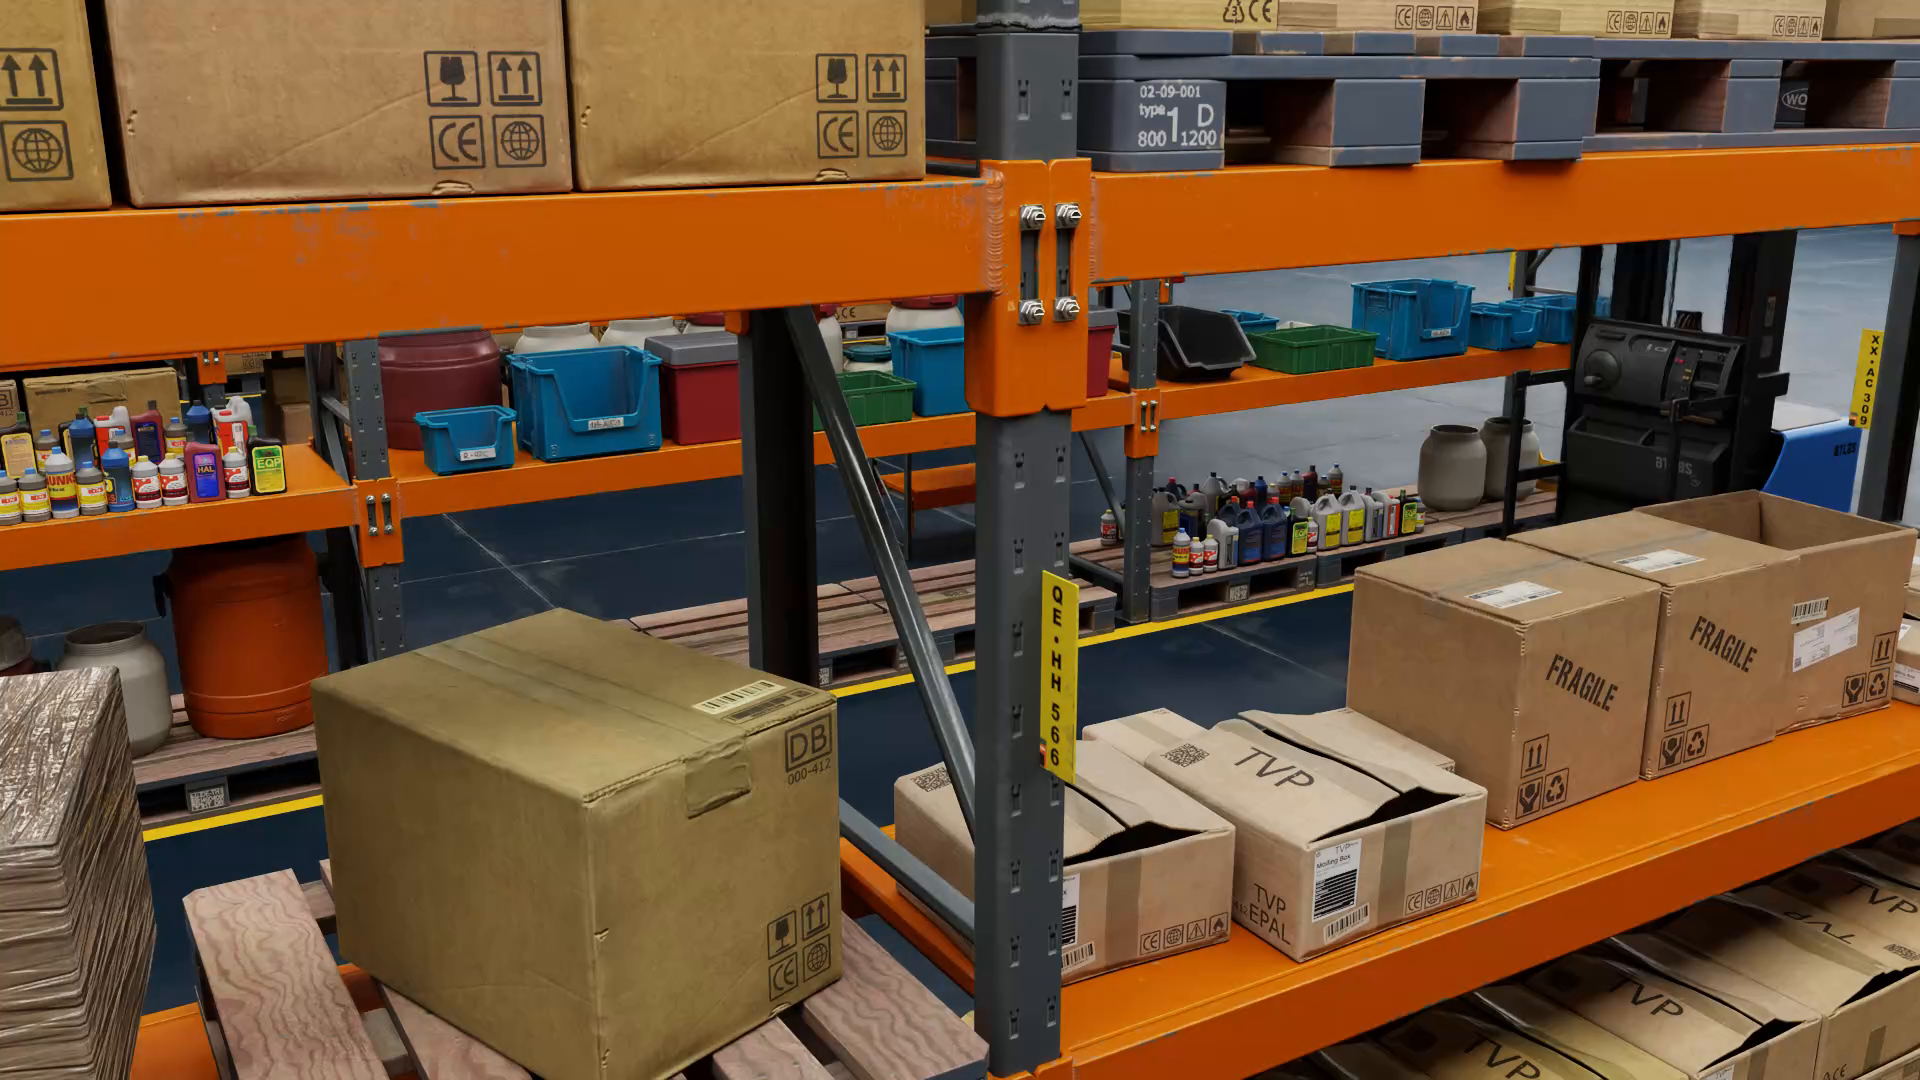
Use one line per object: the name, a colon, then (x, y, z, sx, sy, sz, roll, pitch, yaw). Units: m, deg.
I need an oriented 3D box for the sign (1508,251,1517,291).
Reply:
sign: (3.895, -1.910, 11.654, 0.005, 0.325, 0.100, -9, 18, -30)

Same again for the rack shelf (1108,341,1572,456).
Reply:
rack shelf: (2.460, -1.025, 10.341, 4.000, 0.370, 1.077, -9, 18, -30)

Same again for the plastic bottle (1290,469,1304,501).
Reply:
plastic bottle: (2.166, -0.320, 10.733, 0.097, 0.271, 0.097, 0, 16, 0)

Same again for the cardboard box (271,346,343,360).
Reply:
cardboard box: (-6.386, -2.150, 16.411, 0.750, 0.750, 1.050, -9, 18, -29)

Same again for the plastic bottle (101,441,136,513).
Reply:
plastic bottle: (-3.283, -0.249, 6.480, 0.097, 0.271, 0.097, 0, 16, 0)

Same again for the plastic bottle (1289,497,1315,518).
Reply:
plastic bottle: (2.079, -0.126, 10.032, 0.135, 0.276, 0.152, -9, 18, -30)

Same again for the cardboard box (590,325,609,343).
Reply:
cardboard box: (-3.698, -2.651, 17.968, 0.875, 0.875, 0.875, -9, 18, -29)

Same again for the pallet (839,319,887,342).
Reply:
pallet: (-1.490, -2.485, 19.383, 1.213, 0.211, 1.003, -9, 18, -30)

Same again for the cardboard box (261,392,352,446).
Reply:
cardboard box: (-4.670, -0.789, 11.983, 0.500, 0.500, 0.700, -10, 19, -33)

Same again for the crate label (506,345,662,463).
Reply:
crate label: (-1.692, -0.630, 7.533, 0.616, 0.435, 0.502, -9, 18, -30)

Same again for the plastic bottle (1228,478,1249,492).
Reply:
plastic bottle: (1.732, -0.243, 10.450, 0.135, 0.276, 0.152, -9, 18, -29)

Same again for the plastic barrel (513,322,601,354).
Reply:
plastic barrel: (-1.912, -0.783, 7.940, 0.421, 0.512, 0.421, 0, 16, 0)

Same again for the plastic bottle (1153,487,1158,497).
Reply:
plastic bottle: (1.149, -0.186, 10.107, 0.185, 0.351, 0.144, -10, 18, -31)

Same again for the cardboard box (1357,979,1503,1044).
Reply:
cardboard box: (1.063, 1.188, 4.391, 0.500, 0.311, 0.500, -9, 18, -30)

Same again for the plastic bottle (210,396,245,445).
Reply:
plastic bottle: (-3.221, -0.492, 7.337, 0.135, 0.276, 0.152, -9, 18, -30)

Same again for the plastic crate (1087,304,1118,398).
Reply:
plastic crate: (0.488, -0.986, 8.751, 0.583, 0.464, 0.402, -9, 18, -30)

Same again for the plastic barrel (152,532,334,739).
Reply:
plastic barrel: (-3.094, 0.378, 7.248, 0.708, 0.830, 0.600, -9, 18, -30)

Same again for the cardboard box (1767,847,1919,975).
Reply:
cardboard box: (2.651, 1.102, 4.700, 0.500, 0.311, 0.500, -9, 18, -28)

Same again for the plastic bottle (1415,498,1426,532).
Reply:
plastic bottle: (2.826, -0.157, 10.281, 0.097, 0.201, 0.097, 0, 16, 0)

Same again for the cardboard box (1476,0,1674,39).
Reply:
cardboard box: (1.161, -1.195, 3.558, 0.500, 0.250, 0.500, -10, 18, -31)

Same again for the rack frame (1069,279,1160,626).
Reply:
rack frame: (0.745, -1.093, 9.252, 0.127, 3.000, 1.000, -9, 18, -30)

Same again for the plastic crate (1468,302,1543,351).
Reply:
plastic crate: (3.340, -1.350, 10.443, 0.408, 0.251, 0.499, -9, 18, -30)

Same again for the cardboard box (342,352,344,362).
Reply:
cardboard box: (-4.226, -1.228, 12.162, 0.500, 0.250, 0.500, -7, 17, -23)

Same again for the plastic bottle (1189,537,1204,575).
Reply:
plastic bottle: (1.331, 0.085, 9.417, 0.097, 0.201, 0.097, 0, 16, 0)

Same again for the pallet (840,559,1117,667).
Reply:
pallet: (0.092, 0.368, 9.207, 1.213, 0.211, 1.003, -9, 18, -30)

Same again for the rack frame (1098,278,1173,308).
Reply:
rack frame: (1.623, -2.795, 15.324, 0.127, 3.000, 1.000, -9, 18, -30)

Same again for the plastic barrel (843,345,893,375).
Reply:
plastic barrel: (-0.468, -0.878, 8.741, 0.301, 0.262, 0.301, 0, 16, 0)

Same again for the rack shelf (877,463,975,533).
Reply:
rack shelf: (-0.006, -0.305, 10.821, 1.000, 0.278, 0.538, -9, 18, -30)

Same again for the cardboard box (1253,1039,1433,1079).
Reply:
cardboard box: (0.911, 1.381, 3.702, 0.500, 0.311, 0.500, -10, 18, -31)

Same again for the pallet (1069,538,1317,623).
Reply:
pallet: (1.342, 0.166, 9.927, 1.213, 0.211, 1.003, -9, 18, -30)

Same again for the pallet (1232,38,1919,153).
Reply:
pallet: (1.357, -1.015, 3.766, 1.213, 0.211, 1.003, -8, 18, -27)

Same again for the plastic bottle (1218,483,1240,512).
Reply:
plastic bottle: (1.665, -0.205, 10.300, 0.133, 0.283, 0.061, -9, 18, -30)

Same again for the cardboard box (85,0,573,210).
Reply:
cardboard box: (-0.929, -0.744, 2.263, 0.500, 0.500, 0.910, -9, 18, -30)

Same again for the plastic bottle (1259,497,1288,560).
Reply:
plastic bottle: (1.813, -0.072, 9.701, 0.185, 0.351, 0.144, -10, 19, -32)

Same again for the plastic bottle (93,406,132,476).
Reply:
plastic bottle: (-3.617, -0.428, 7.108, 0.135, 0.276, 0.152, -9, 18, -30)

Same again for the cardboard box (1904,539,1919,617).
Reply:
cardboard box: (2.894, 0.204, 4.902, 0.500, 0.250, 0.500, -8, 18, -26)

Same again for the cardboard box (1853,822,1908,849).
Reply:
cardboard box: (2.811, 0.905, 5.401, 0.500, 0.311, 0.500, -9, 18, -30)

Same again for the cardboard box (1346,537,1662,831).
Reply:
cardboard box: (1.294, 0.324, 4.010, 0.500, 0.500, 0.500, -10, 19, -33)

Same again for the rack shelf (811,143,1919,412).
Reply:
rack shelf: (1.579, -0.766, 3.862, 4.000, 0.370, 1.077, -9, 18, -30)

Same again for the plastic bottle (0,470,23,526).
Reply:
plastic bottle: (-3.617, -0.161, 6.296, 0.097, 0.201, 0.097, 0, 16, 0)

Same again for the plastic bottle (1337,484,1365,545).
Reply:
plastic bottle: (2.337, -0.157, 10.005, 0.185, 0.351, 0.144, -8, 18, -27)

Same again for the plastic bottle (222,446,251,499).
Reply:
plastic bottle: (-2.919, -0.275, 6.700, 0.097, 0.201, 0.097, 0, 16, 0)

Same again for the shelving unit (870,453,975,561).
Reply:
shelving unit: (-0.006, -0.541, 10.755, 1.048, 1.125, 0.538, -9, 18, -30)

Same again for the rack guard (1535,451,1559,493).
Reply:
rack guard: (4.133, -0.424, 11.496, 0.348, 0.500, 1.175, -9, 18, -30)

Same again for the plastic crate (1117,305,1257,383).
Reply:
plastic crate: (1.260, -1.107, 9.415, 0.504, 0.338, 0.767, -9, 18, -30)

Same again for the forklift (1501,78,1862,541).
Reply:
forklift: (3.604, -0.967, 8.928, 3.031, 2.935, 1.130, -10, 18, -31)
